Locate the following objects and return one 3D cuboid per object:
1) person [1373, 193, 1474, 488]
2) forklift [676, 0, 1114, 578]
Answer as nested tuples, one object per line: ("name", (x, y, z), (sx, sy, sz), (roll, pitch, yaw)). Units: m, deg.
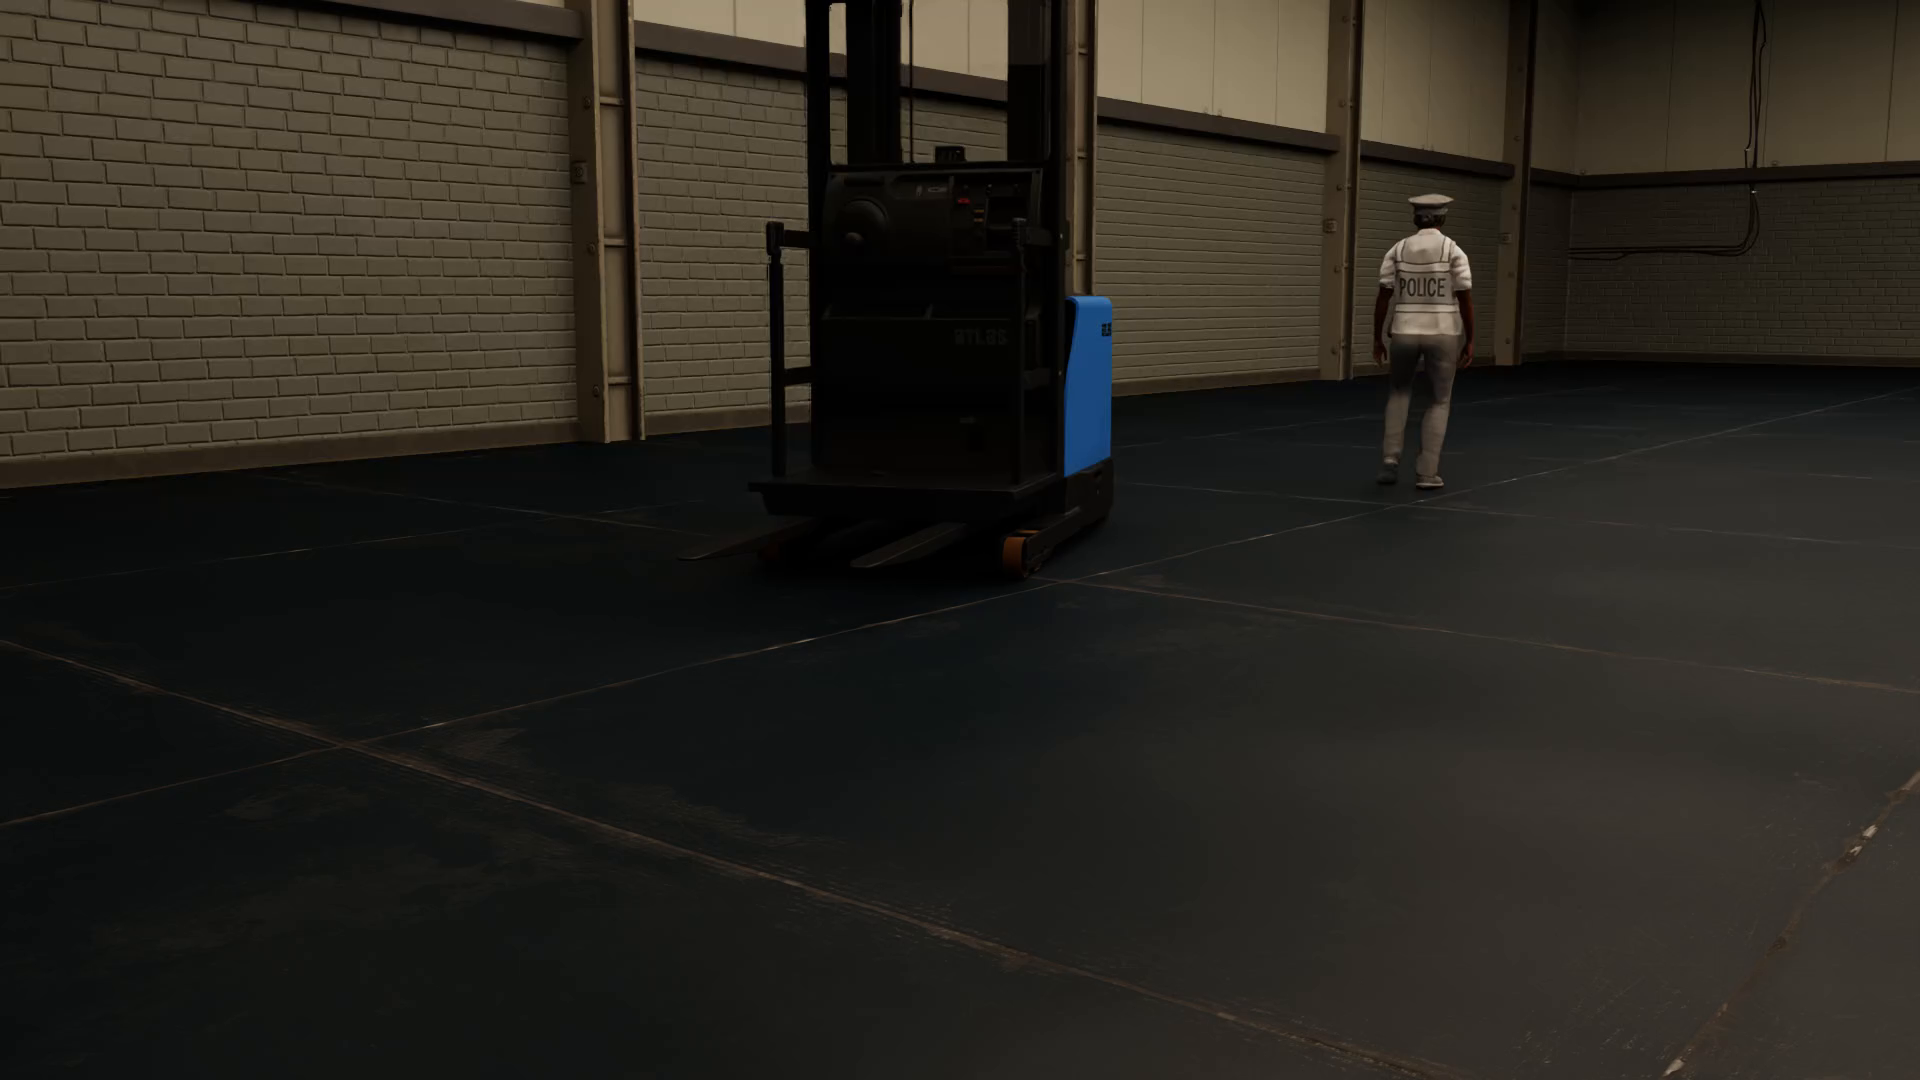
("person", (2.641, -1.108, 9.439), (0.553, 1.696, 0.478), (4, 9, 28))
("forklift", (-0.176, -1.366, 6.616), (1.130, 2.935, 3.031), (3, 9, 17))
